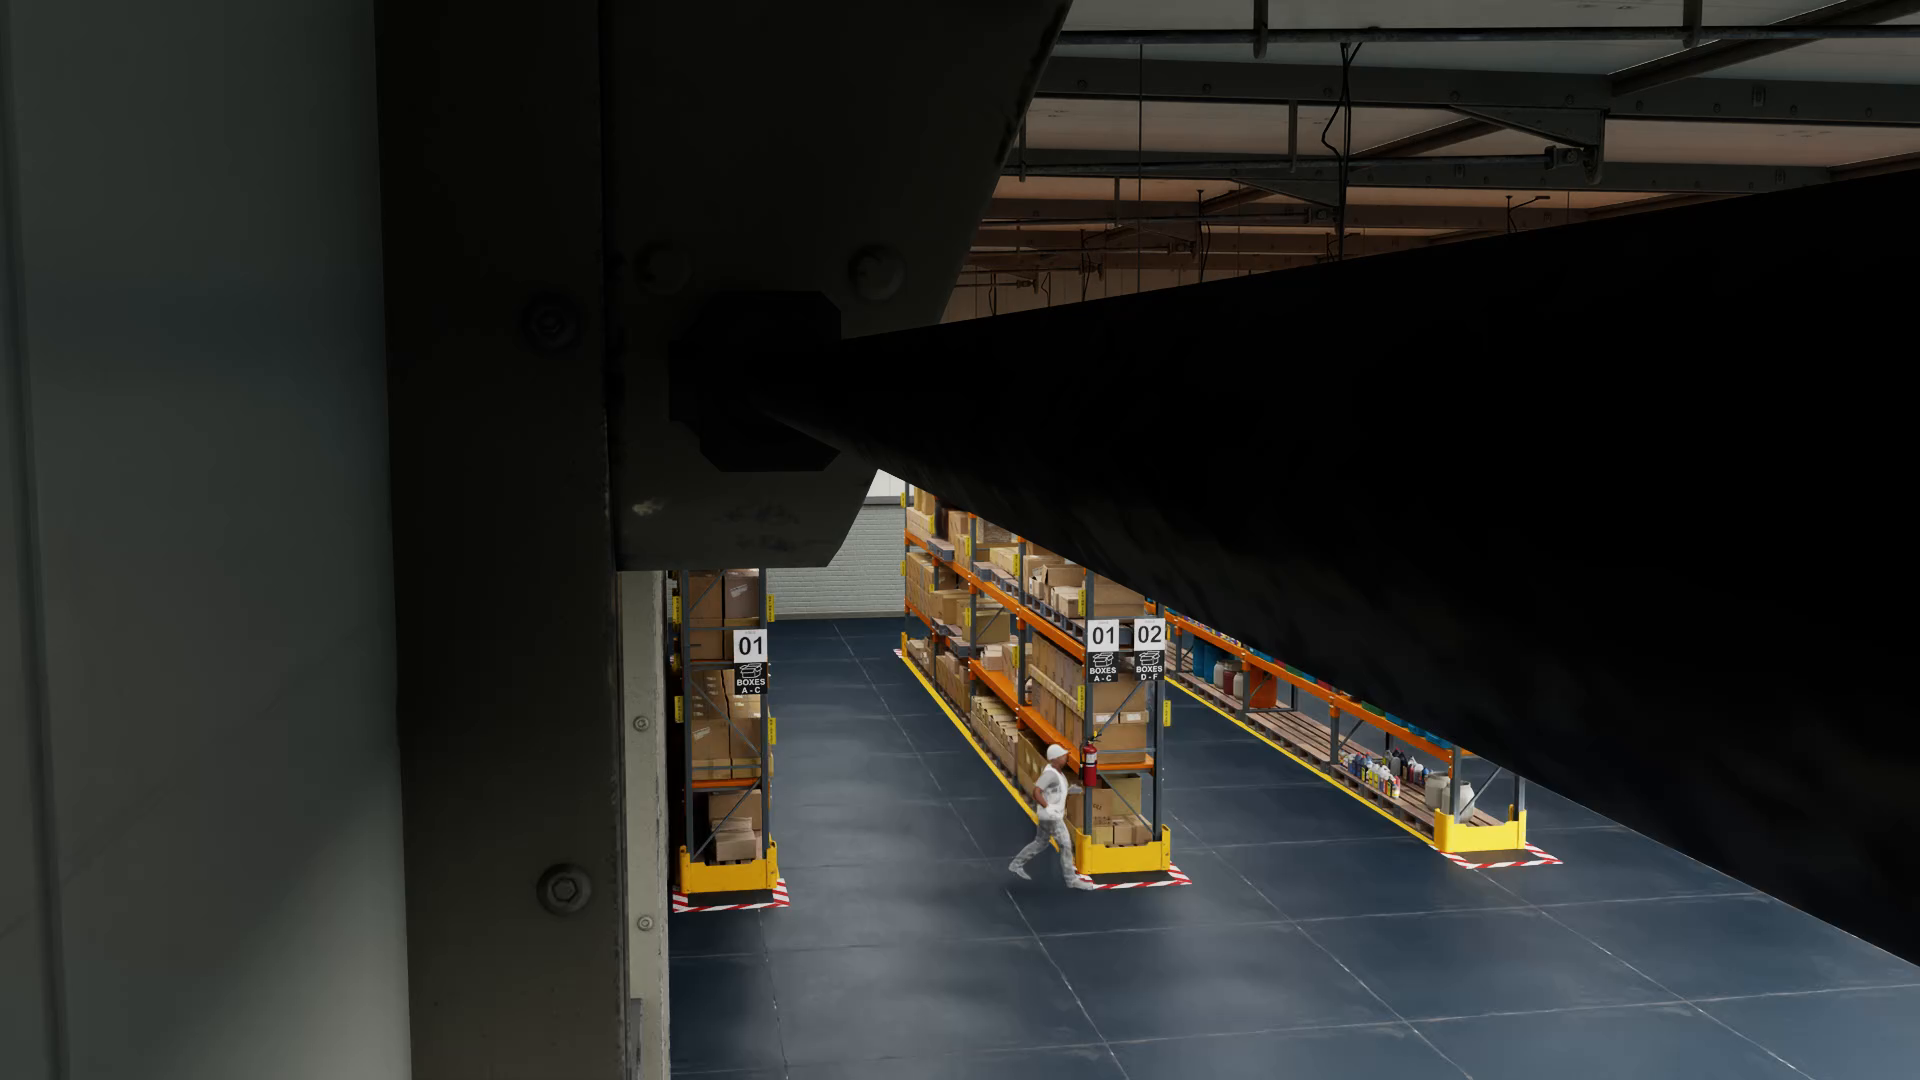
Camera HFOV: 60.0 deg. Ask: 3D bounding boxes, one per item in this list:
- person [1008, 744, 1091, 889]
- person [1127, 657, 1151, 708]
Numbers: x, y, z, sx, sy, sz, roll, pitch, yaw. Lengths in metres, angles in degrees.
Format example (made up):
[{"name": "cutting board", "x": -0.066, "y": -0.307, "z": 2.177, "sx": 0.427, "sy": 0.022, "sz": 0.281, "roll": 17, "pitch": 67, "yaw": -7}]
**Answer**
[{"name": "person", "x": 1.087, "y": 3.336, "z": 20.077, "sx": 1.013, "sy": 1.760, "sz": 0.683, "roll": 0, "pitch": 6, "yaw": 2}, {"name": "person", "x": 3.272, "y": 2.346, "z": 30.207, "sx": 0.671, "sy": 1.788, "sz": 0.515, "roll": 2, "pitch": 6, "yaw": 19}]
